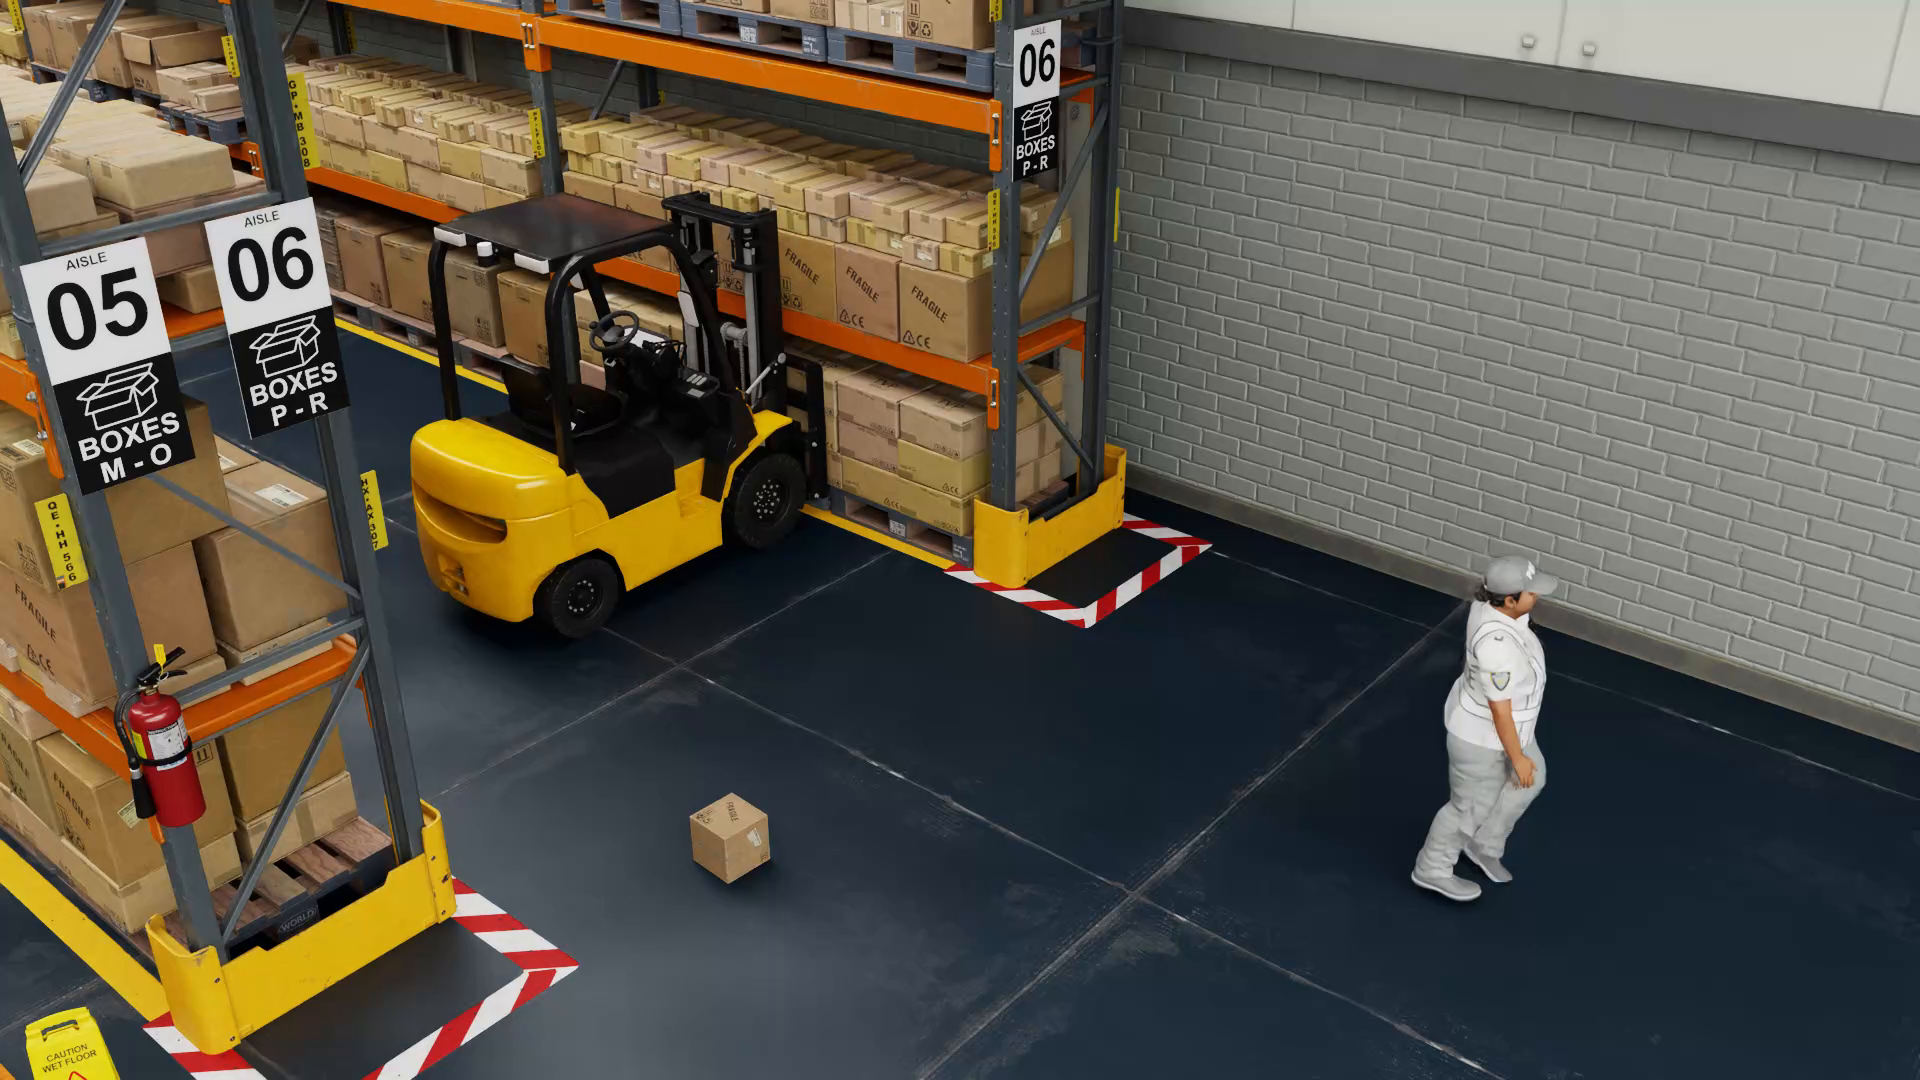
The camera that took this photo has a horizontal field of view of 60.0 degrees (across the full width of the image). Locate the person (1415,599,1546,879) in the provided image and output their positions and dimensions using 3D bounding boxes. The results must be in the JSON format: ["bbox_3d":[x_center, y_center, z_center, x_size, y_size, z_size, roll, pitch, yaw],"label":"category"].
[{"bbox_3d":[2.267,0.879,7.048,0.492,1.345,0.445,8,28,14],"label":"person"}]
